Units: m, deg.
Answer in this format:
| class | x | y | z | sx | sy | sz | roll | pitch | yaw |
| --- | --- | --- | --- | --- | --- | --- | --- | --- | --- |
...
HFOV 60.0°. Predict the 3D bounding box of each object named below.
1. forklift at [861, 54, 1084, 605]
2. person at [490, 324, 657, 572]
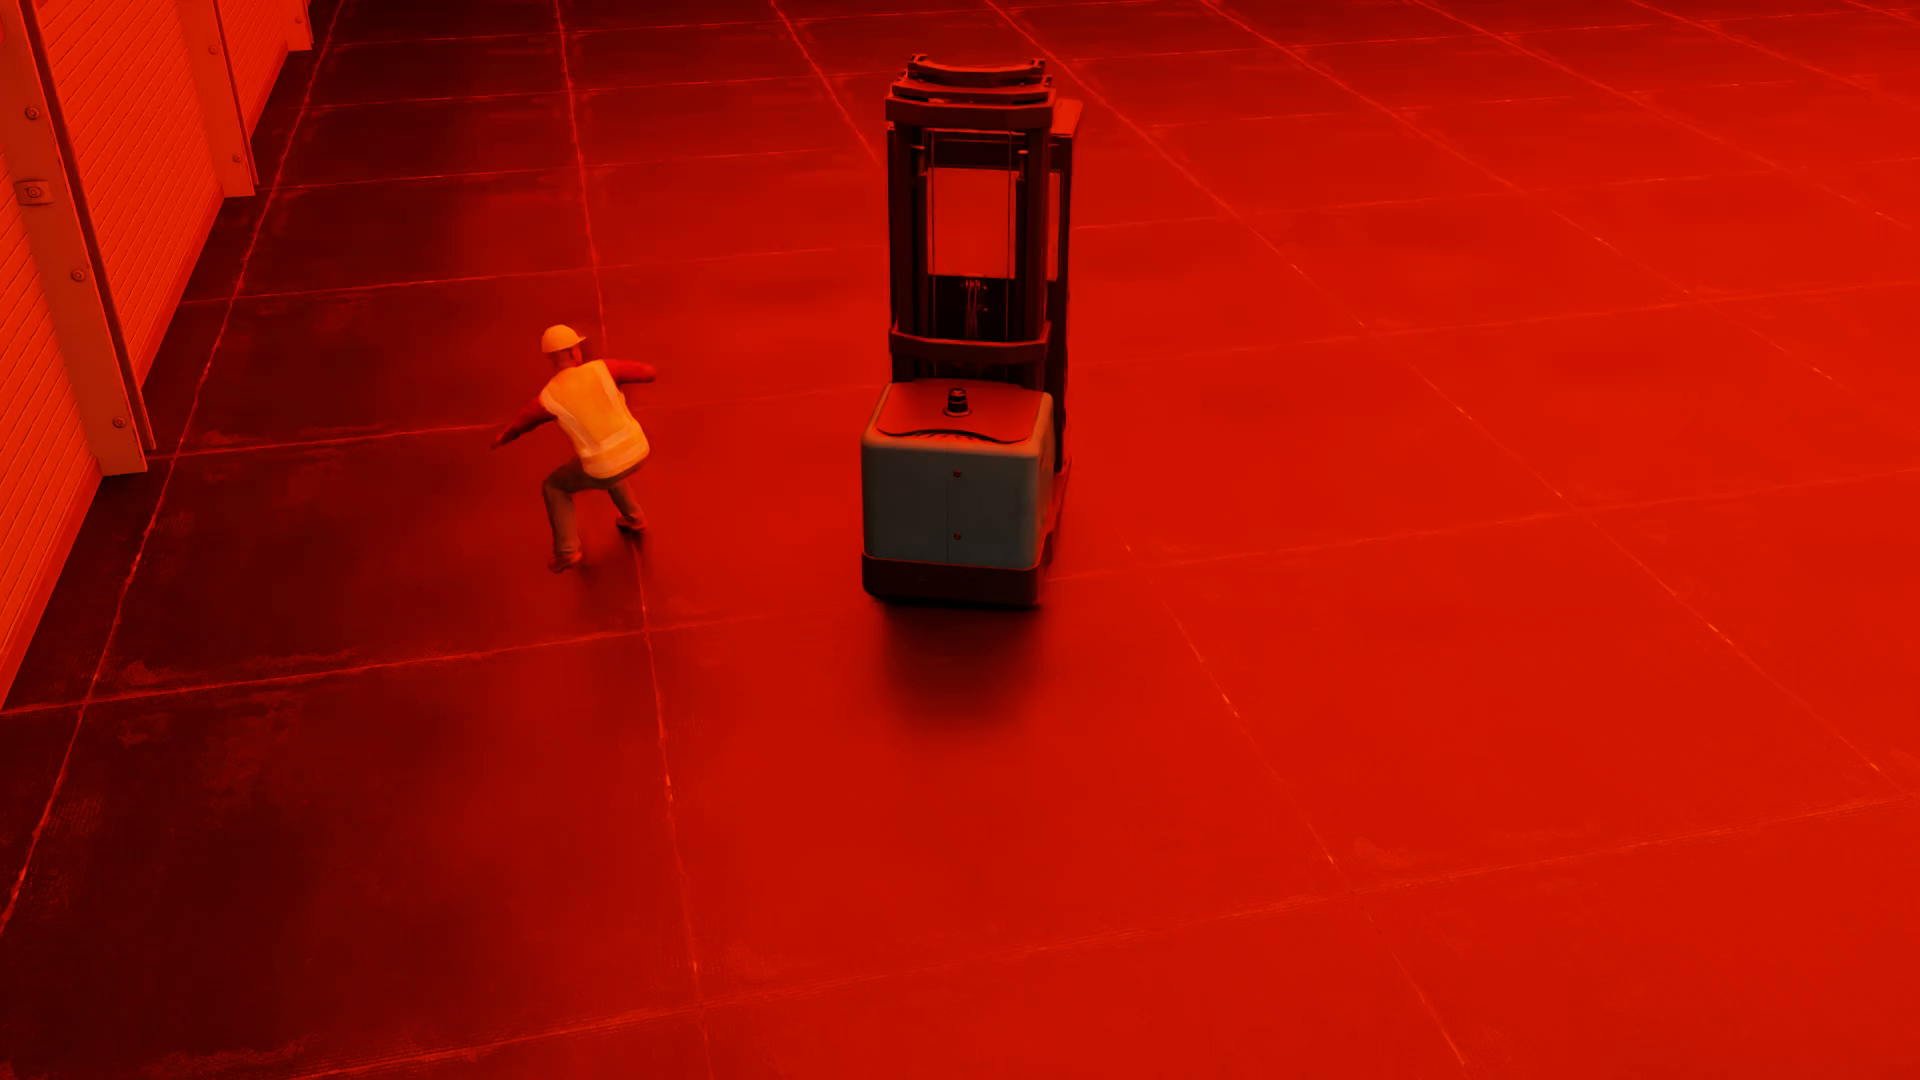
| class | x | y | z | sx | sy | sz | roll | pitch | yaw |
| --- | --- | --- | --- | --- | --- | --- | --- | --- | --- |
| forklift | 0.155 | -1.607 | 10.351 | 1.130 | 2.935 | 3.031 | 4 | 30 | 7 |
| person | -2.293 | -0.618 | 10.107 | 0.844 | 1.508 | 0.914 | -25 | 38 | -36 |
